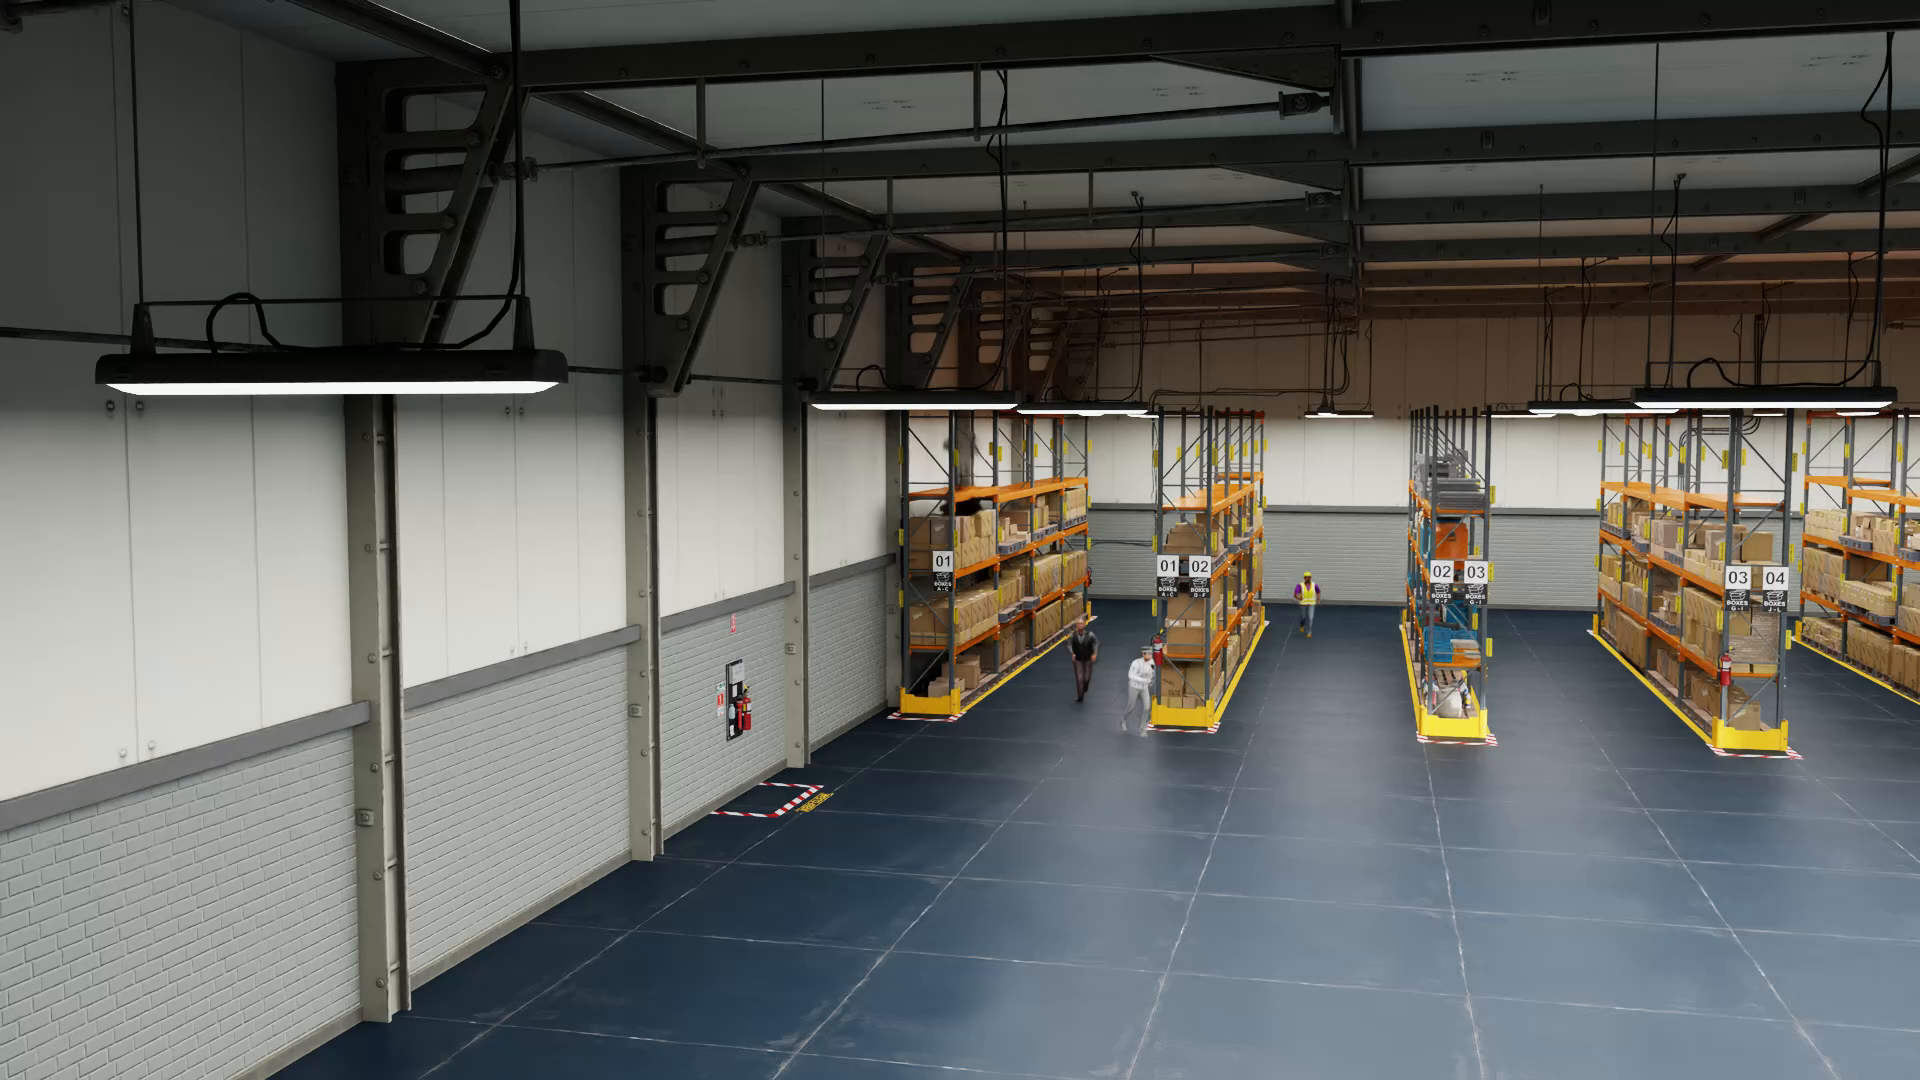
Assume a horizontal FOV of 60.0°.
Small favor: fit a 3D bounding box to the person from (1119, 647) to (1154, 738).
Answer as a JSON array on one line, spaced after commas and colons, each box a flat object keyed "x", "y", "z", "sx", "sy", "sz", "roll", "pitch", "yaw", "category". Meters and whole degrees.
[{"x": 3.287, "y": 2.758, "z": 30.375, "sx": 0.671, "sy": 1.707, "sz": 0.839, "roll": -2, "pitch": 5, "yaw": -28, "category": "person"}]

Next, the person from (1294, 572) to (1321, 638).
[{"x": 9.186, "y": 1.711, "z": 43.936, "sx": 0.714, "sy": 1.731, "sz": 0.791, "roll": 0, "pitch": 4, "yaw": 5, "category": "person"}]

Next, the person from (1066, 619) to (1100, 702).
[{"x": 2.503, "y": 2.453, "z": 33.922, "sx": 0.675, "sy": 1.686, "sz": 0.653, "roll": 1, "pitch": 4, "yaw": 9, "category": "person"}]

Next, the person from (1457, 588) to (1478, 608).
[{"x": 13.950, "y": 1.575, "z": 46.052, "sx": 0.654, "sy": 1.707, "sz": 0.674, "roll": -3, "pitch": 5, "yaw": -38, "category": "person"}]
